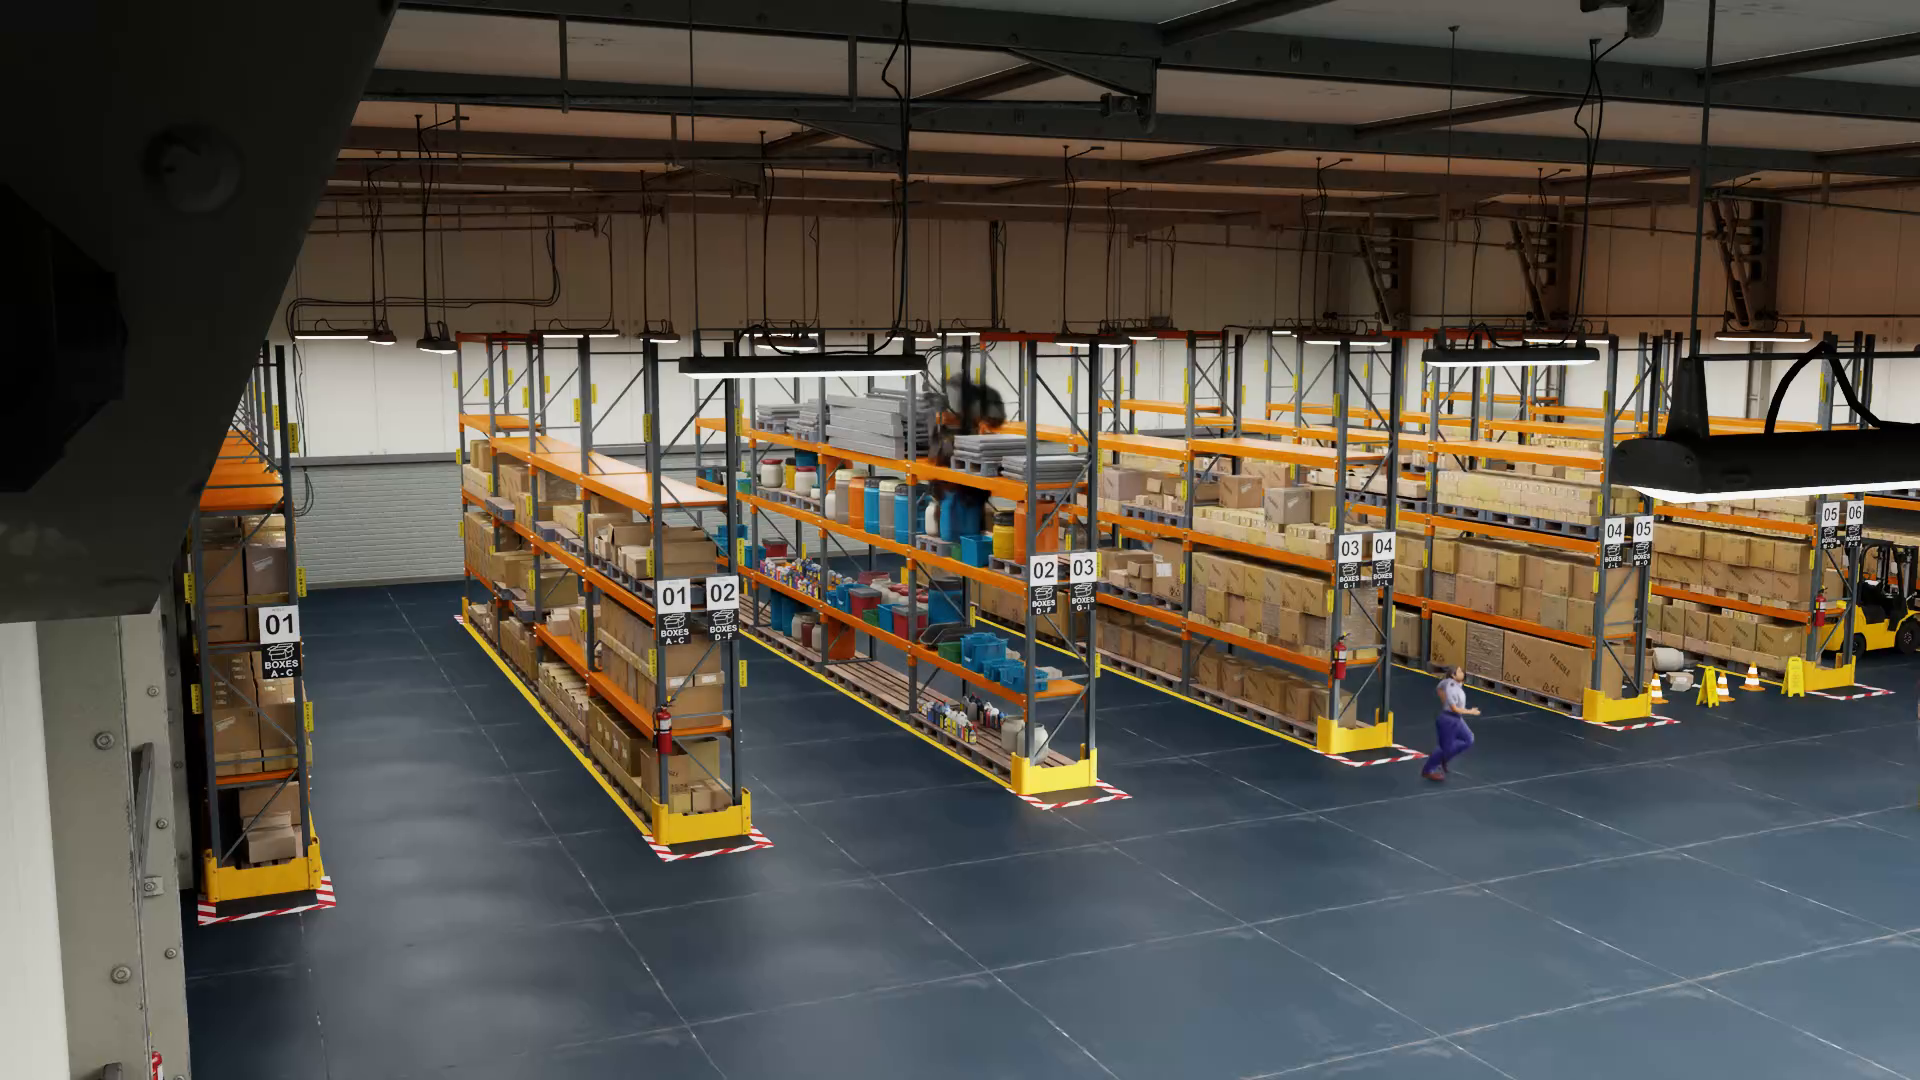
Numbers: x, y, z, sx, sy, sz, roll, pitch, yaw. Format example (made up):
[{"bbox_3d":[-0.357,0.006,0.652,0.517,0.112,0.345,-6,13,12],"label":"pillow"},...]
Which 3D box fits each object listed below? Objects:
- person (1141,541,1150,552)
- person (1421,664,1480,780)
[{"bbox_3d":[4.962,-0.212,42.628,0.736,1.733,0.572,-3,8,-21],"label":"person"},{"bbox_3d":[6.734,2.473,22.729,0.727,1.594,0.625,3,8,22],"label":"person"}]
